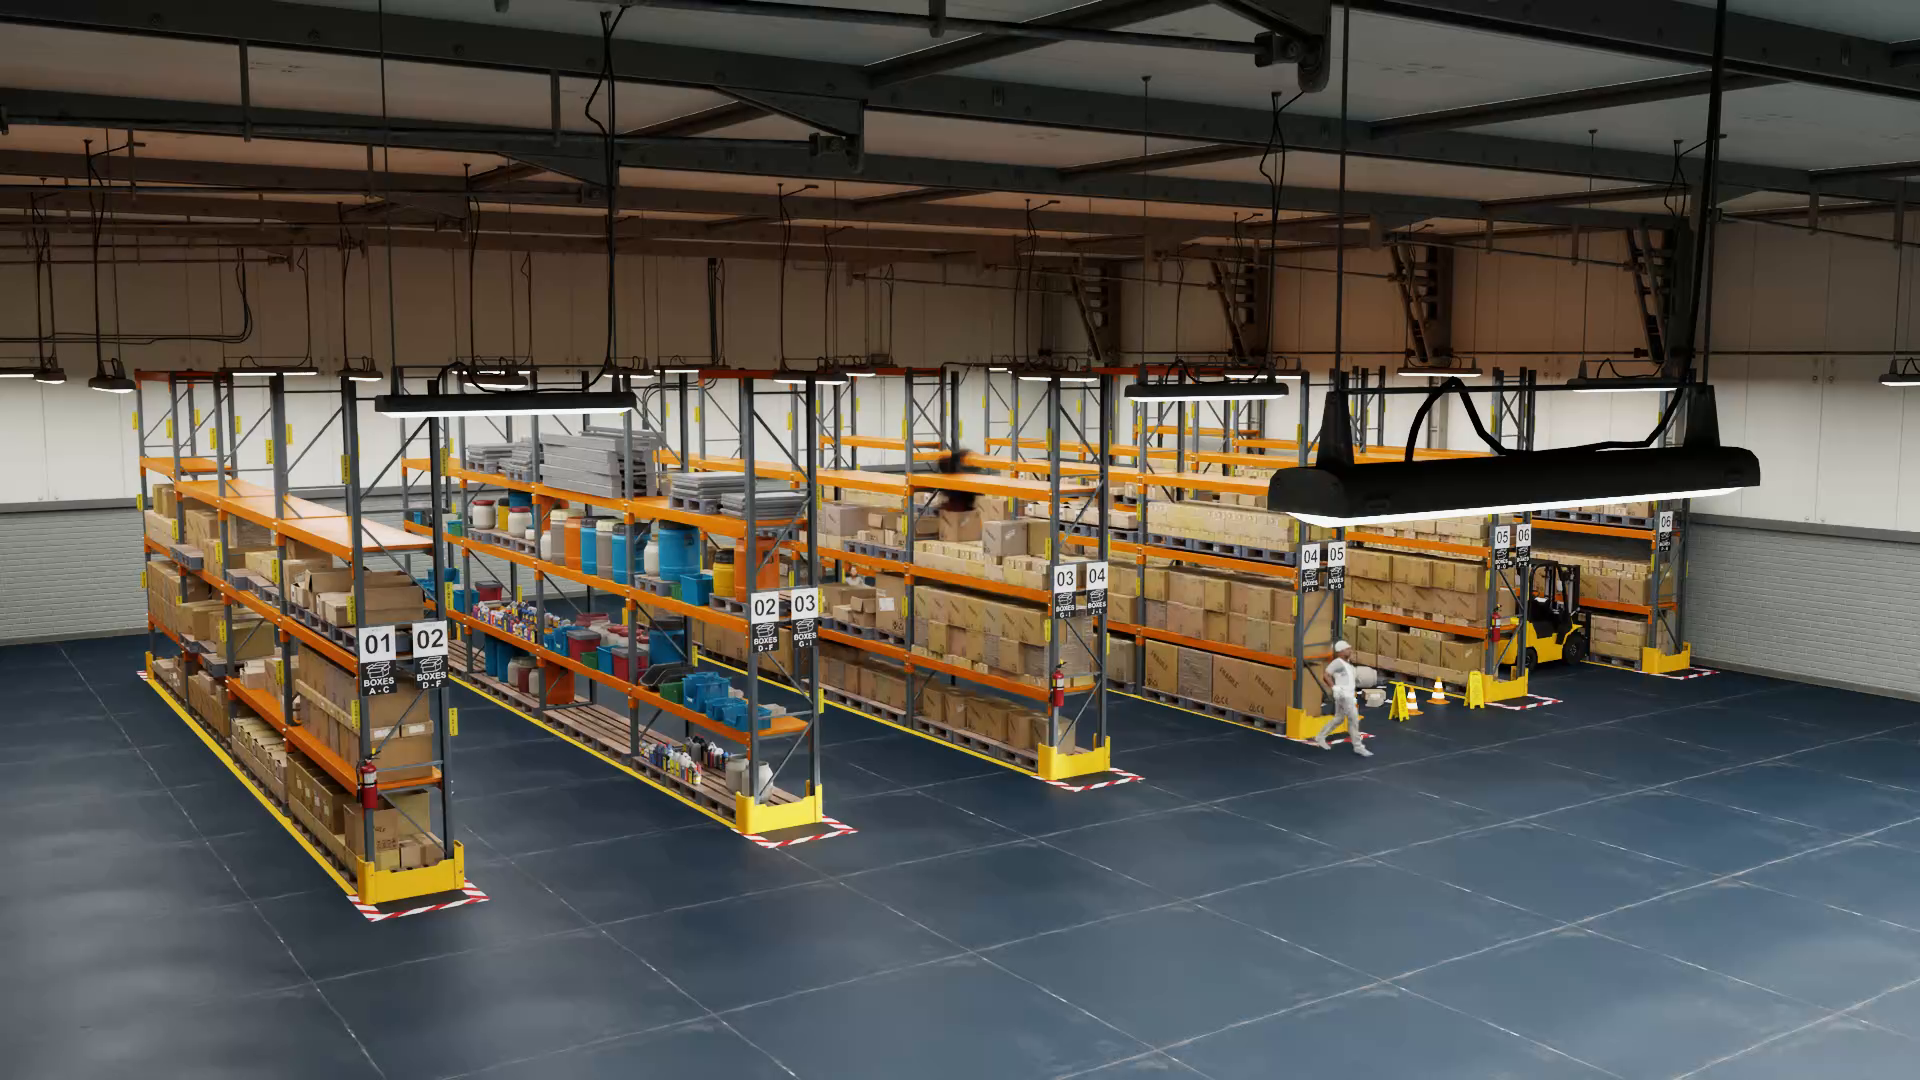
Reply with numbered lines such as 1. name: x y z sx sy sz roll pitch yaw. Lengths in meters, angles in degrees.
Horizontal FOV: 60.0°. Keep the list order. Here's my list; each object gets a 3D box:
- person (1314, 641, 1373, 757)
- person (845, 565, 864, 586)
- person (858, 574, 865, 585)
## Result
1. person: 6.070 2.480 26.239 0.930 1.789 0.751 2 7 15
2. person: -2.336 1.371 36.660 0.544 1.637 0.624 -4 7 -29
3. person: -2.549 0.727 42.036 0.513 1.736 0.734 3 7 22
